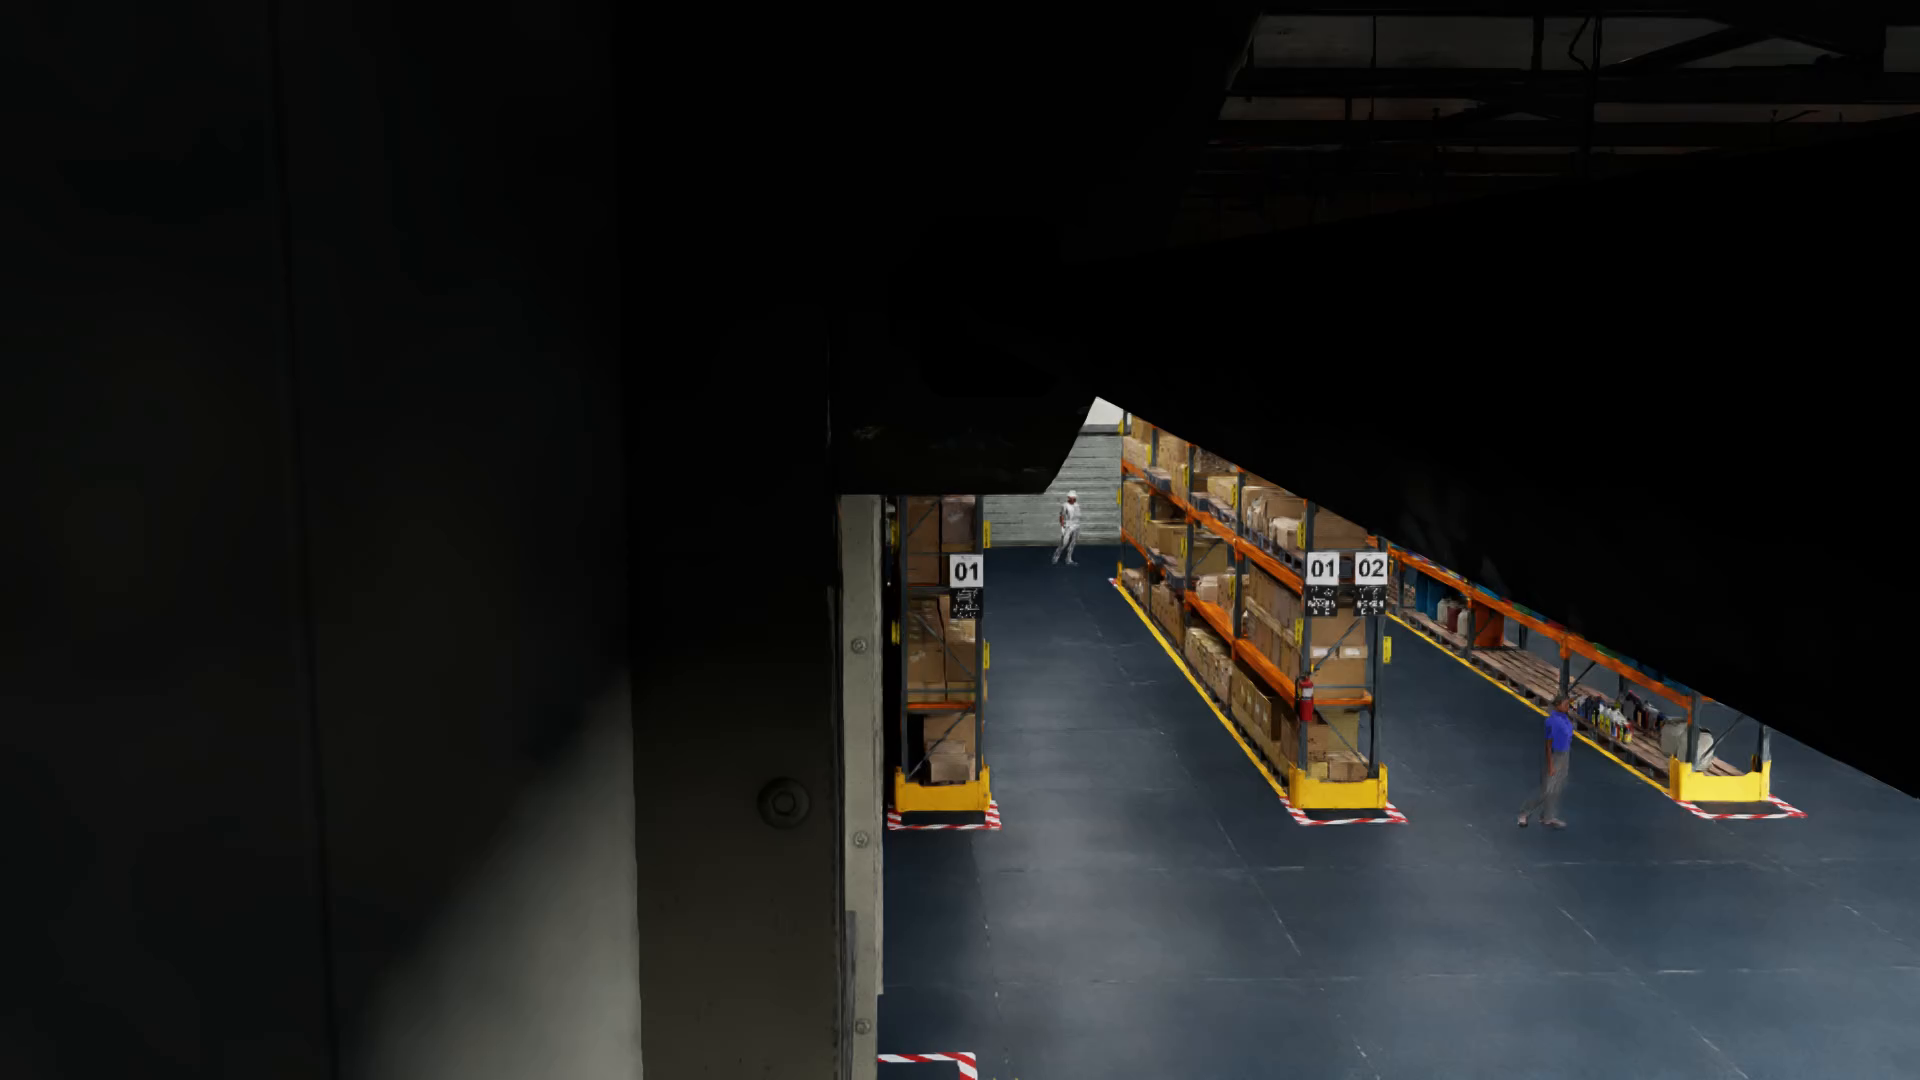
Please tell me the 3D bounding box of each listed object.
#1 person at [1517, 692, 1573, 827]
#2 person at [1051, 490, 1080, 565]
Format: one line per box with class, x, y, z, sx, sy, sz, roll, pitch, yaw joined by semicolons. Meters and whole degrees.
person;6.980;2.591;19.761;0.450;1.591;0.647;8;12;44
person;2.490;-0.294;38.961;0.721;1.771;0.523;-7;11;-41
